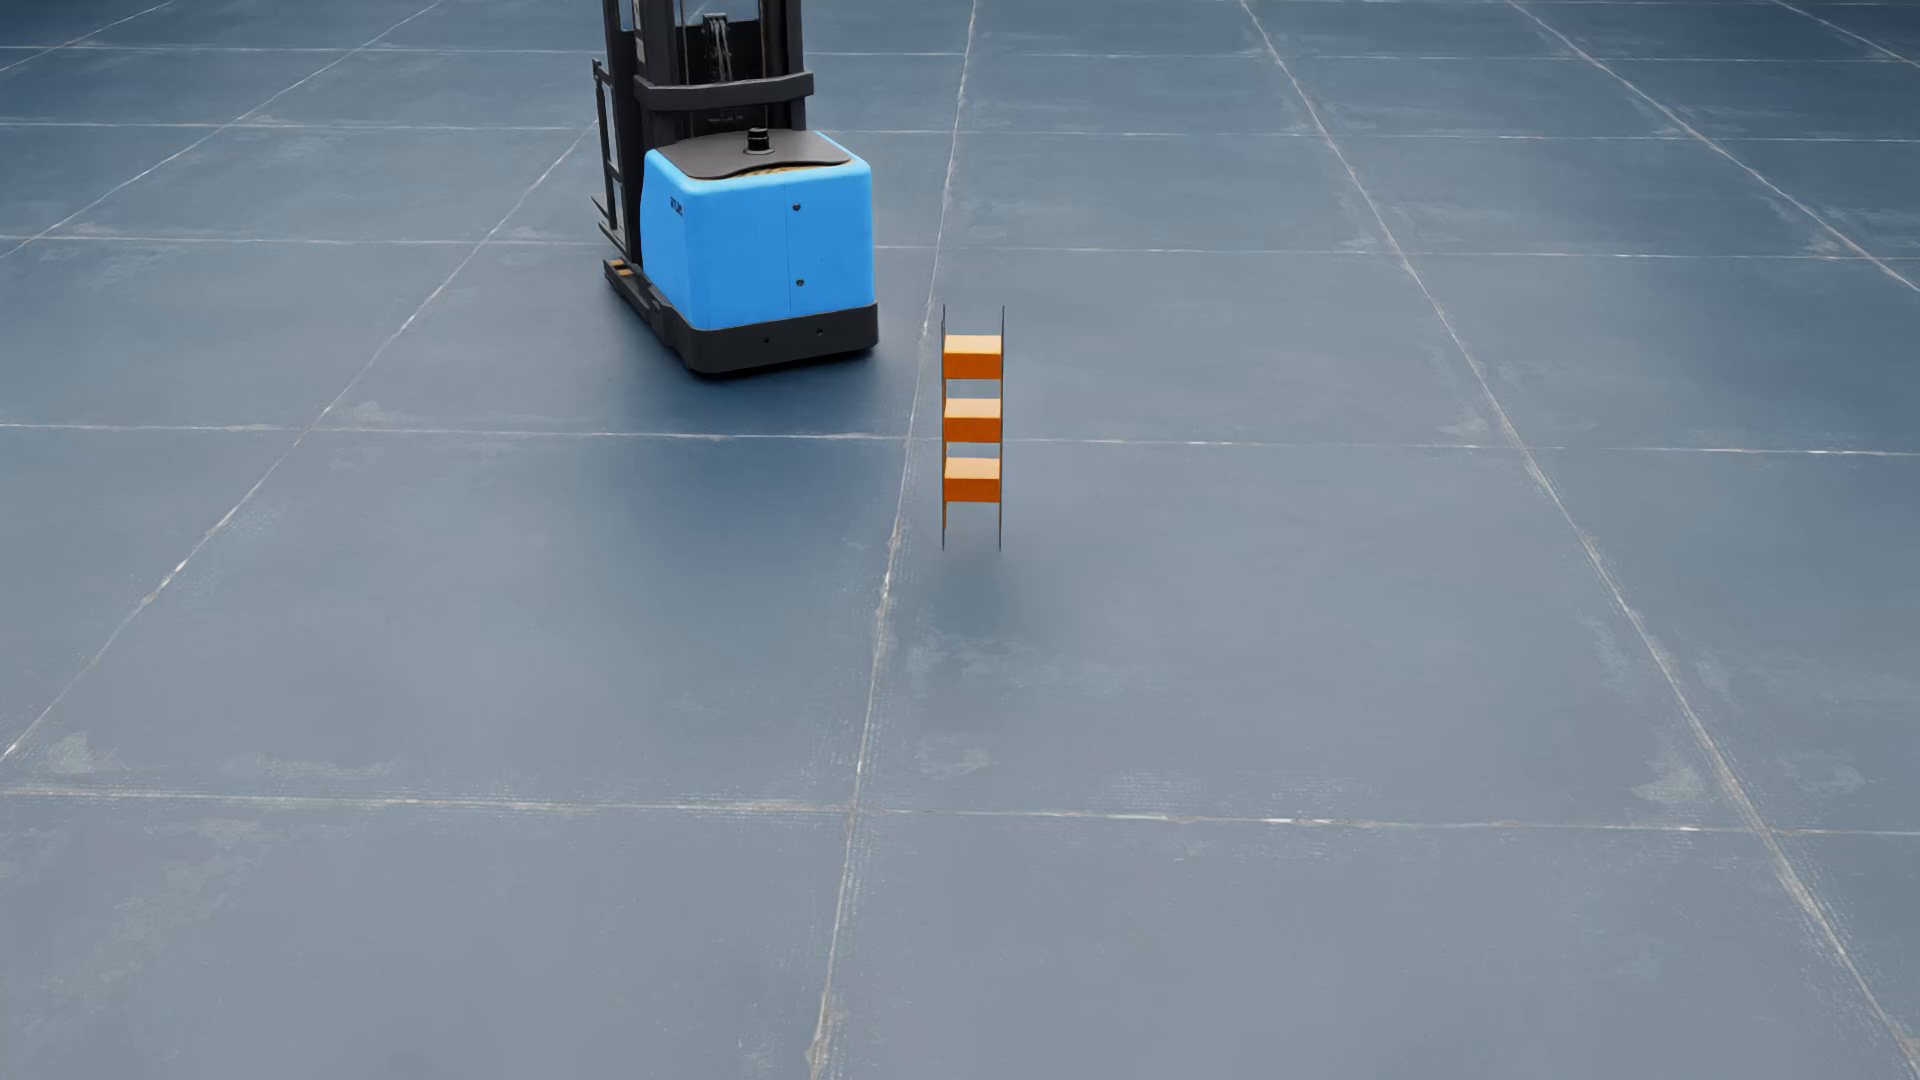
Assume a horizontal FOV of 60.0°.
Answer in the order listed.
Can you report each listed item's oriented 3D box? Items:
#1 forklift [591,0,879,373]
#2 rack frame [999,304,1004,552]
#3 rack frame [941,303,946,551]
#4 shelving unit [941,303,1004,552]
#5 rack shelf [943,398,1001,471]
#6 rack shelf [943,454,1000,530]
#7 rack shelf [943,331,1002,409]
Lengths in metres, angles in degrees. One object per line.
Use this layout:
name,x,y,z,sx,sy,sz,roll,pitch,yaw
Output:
forklift,-1.526,-2.838,9.474,1.130,2.935,3.031,-12,30,-22
rack frame,0.175,-0.461,6.999,0.008,1.050,0.200,1,28,2
rack frame,-0.068,-0.465,7.006,0.008,1.050,0.200,1,28,2
shelving unit,0.053,-0.463,7.002,0.252,1.050,0.215,1,28,2
rack shelf,0.053,-0.454,7.007,0.240,0.259,0.215,1,28,2
rack shelf,0.053,-0.208,7.138,0.240,0.259,0.215,1,28,2
rack shelf,0.053,-0.704,6.874,0.240,0.259,0.215,1,28,2
